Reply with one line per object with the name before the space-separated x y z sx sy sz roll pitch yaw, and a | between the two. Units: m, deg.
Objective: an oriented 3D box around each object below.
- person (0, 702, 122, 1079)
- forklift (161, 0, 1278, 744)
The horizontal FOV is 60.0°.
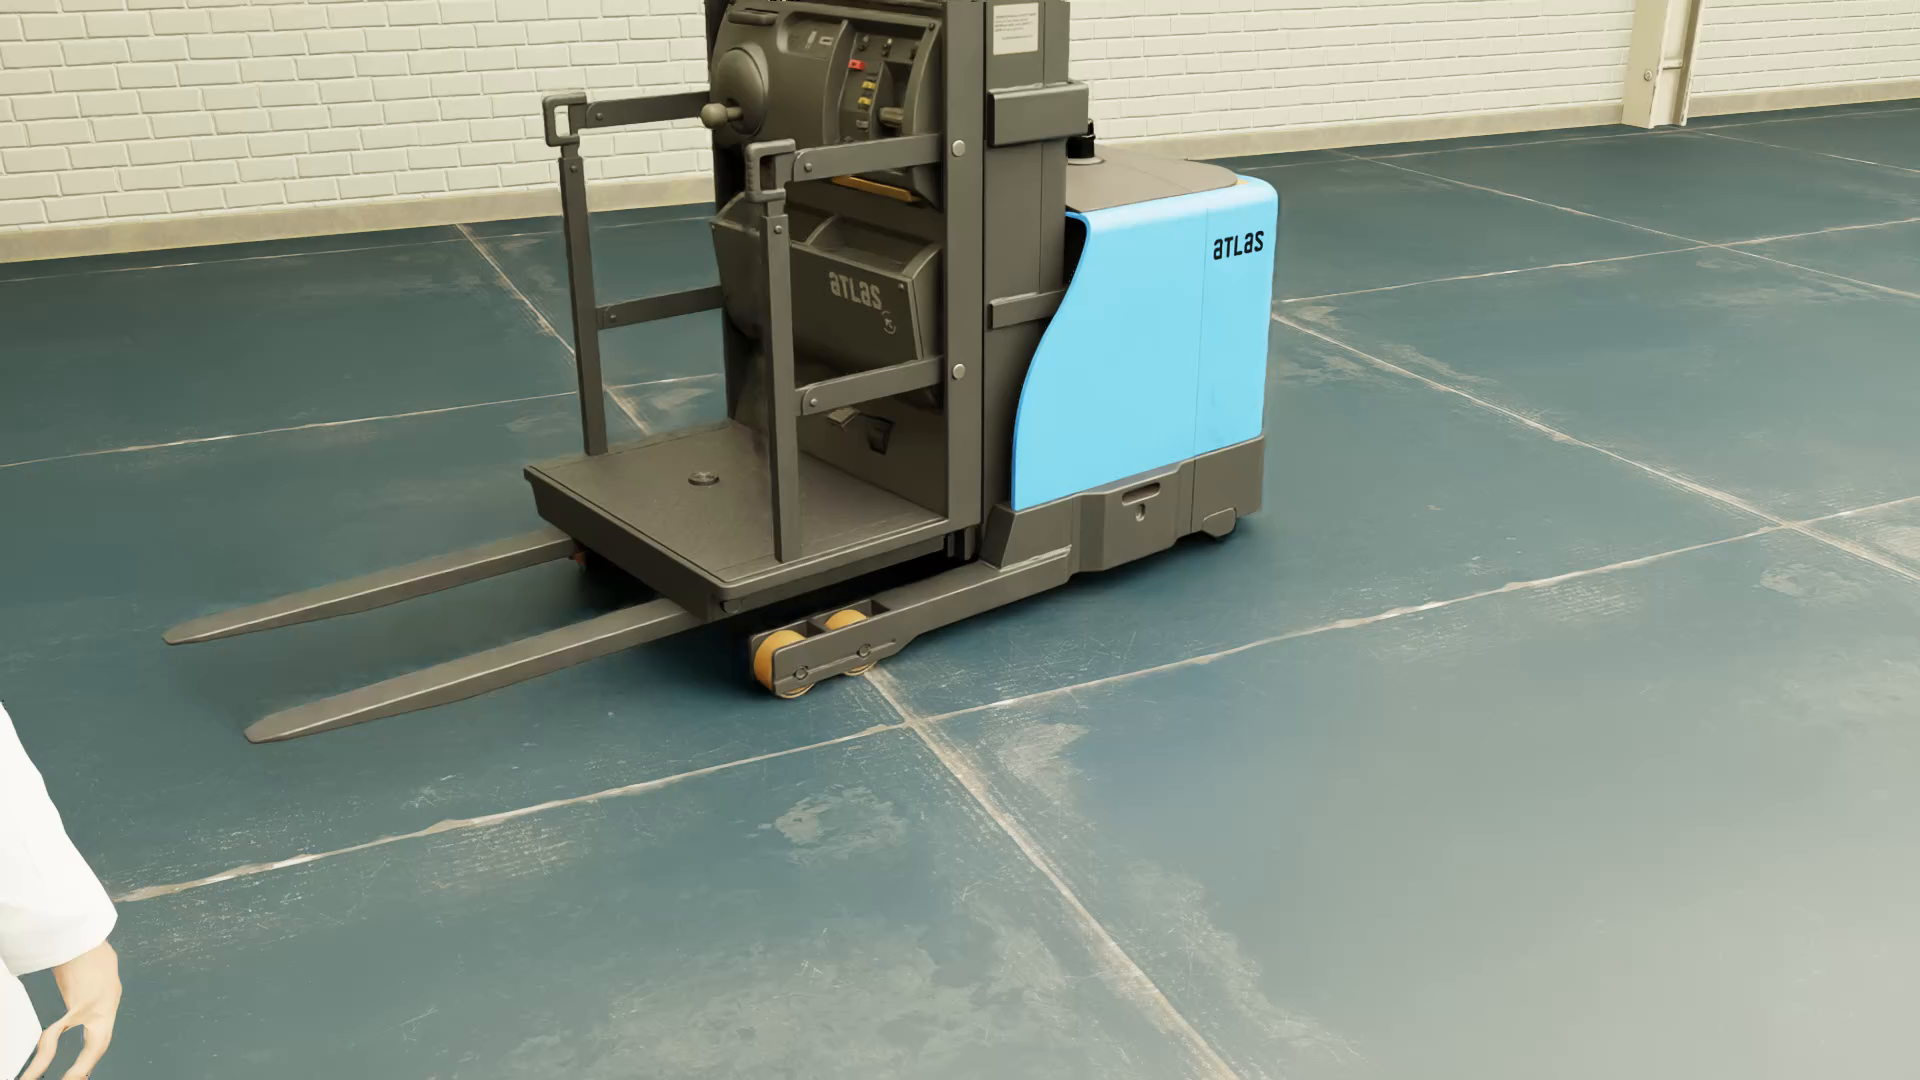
person | -1.342 0.429 1.798 0.852 1.751 0.431 -4 23 -9
forklift | -0.526 -1.186 4.142 3.031 2.935 1.130 -17 28 -36
